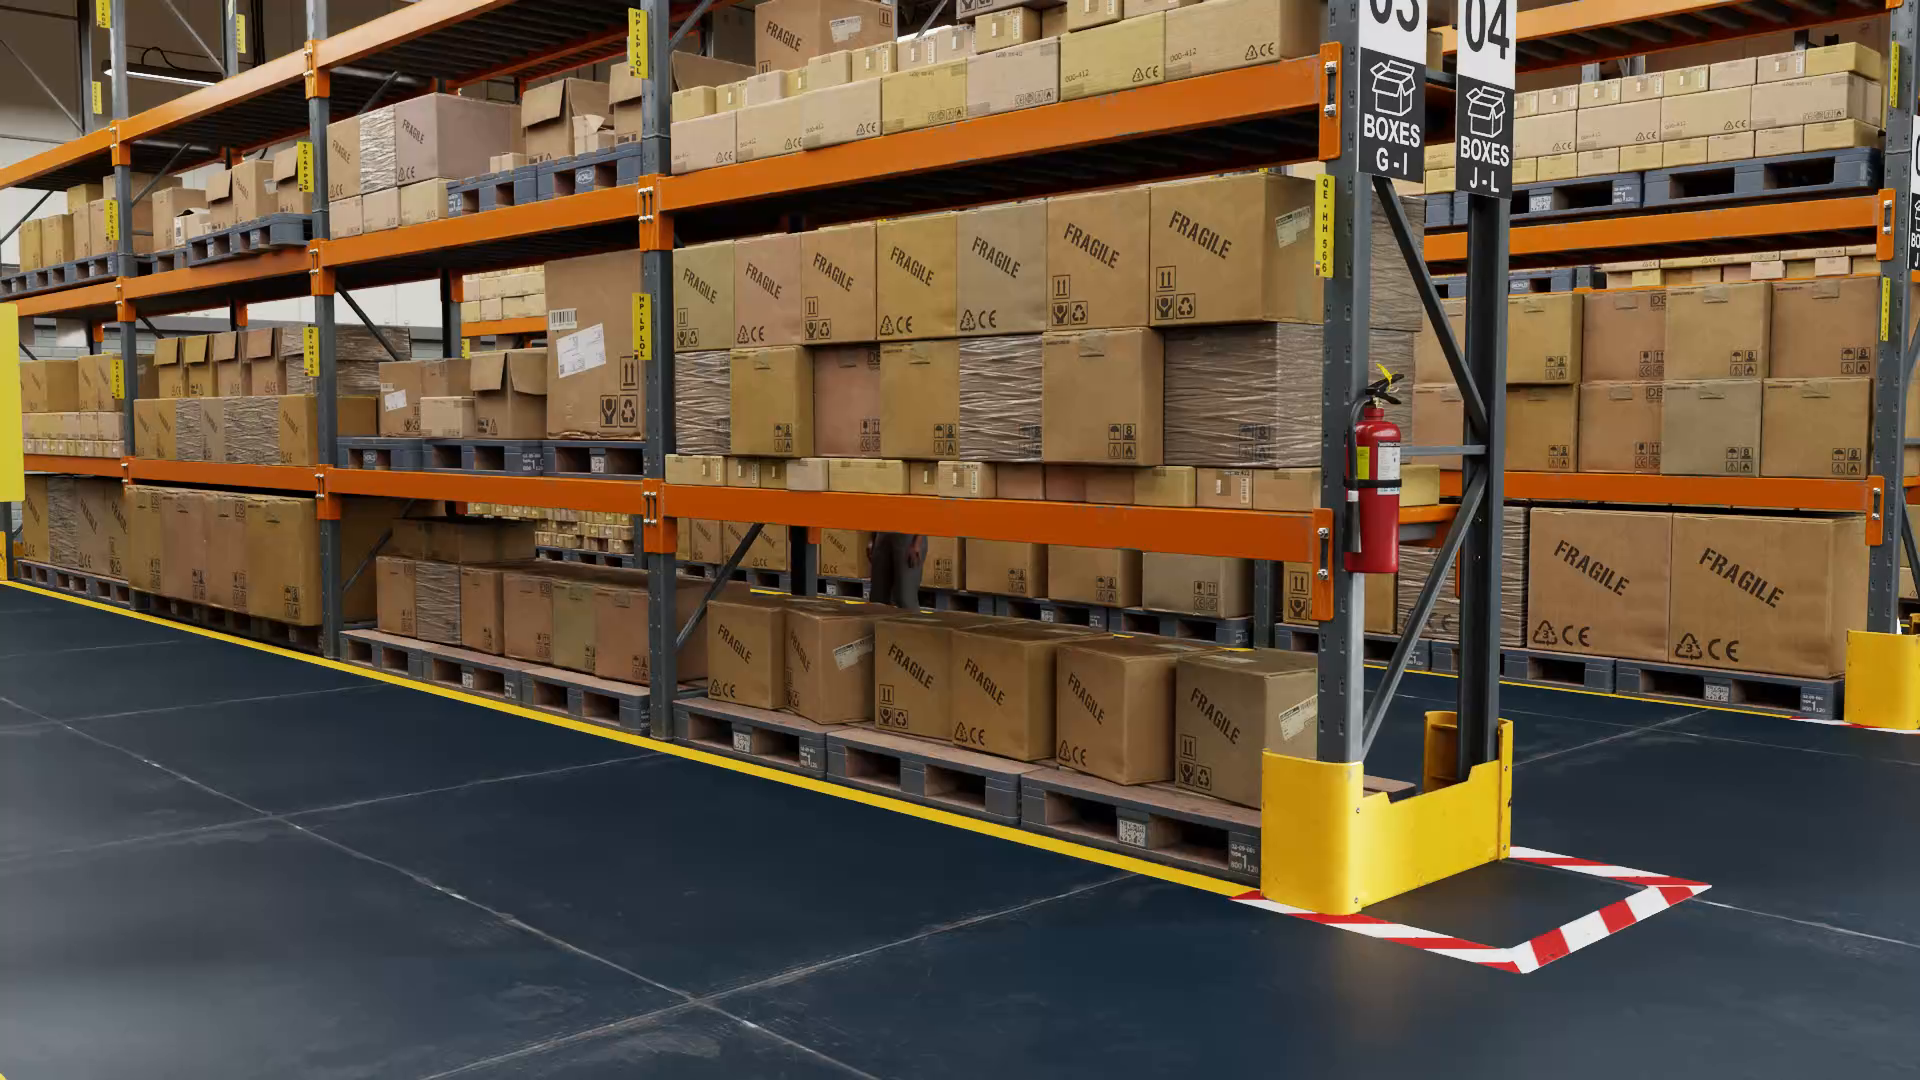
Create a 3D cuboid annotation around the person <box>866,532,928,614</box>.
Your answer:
[{"bbox_3d":[-0.408,0.027,10.689,0.347,1.655,0.505,-4,6,-43],"label":"person"}]
